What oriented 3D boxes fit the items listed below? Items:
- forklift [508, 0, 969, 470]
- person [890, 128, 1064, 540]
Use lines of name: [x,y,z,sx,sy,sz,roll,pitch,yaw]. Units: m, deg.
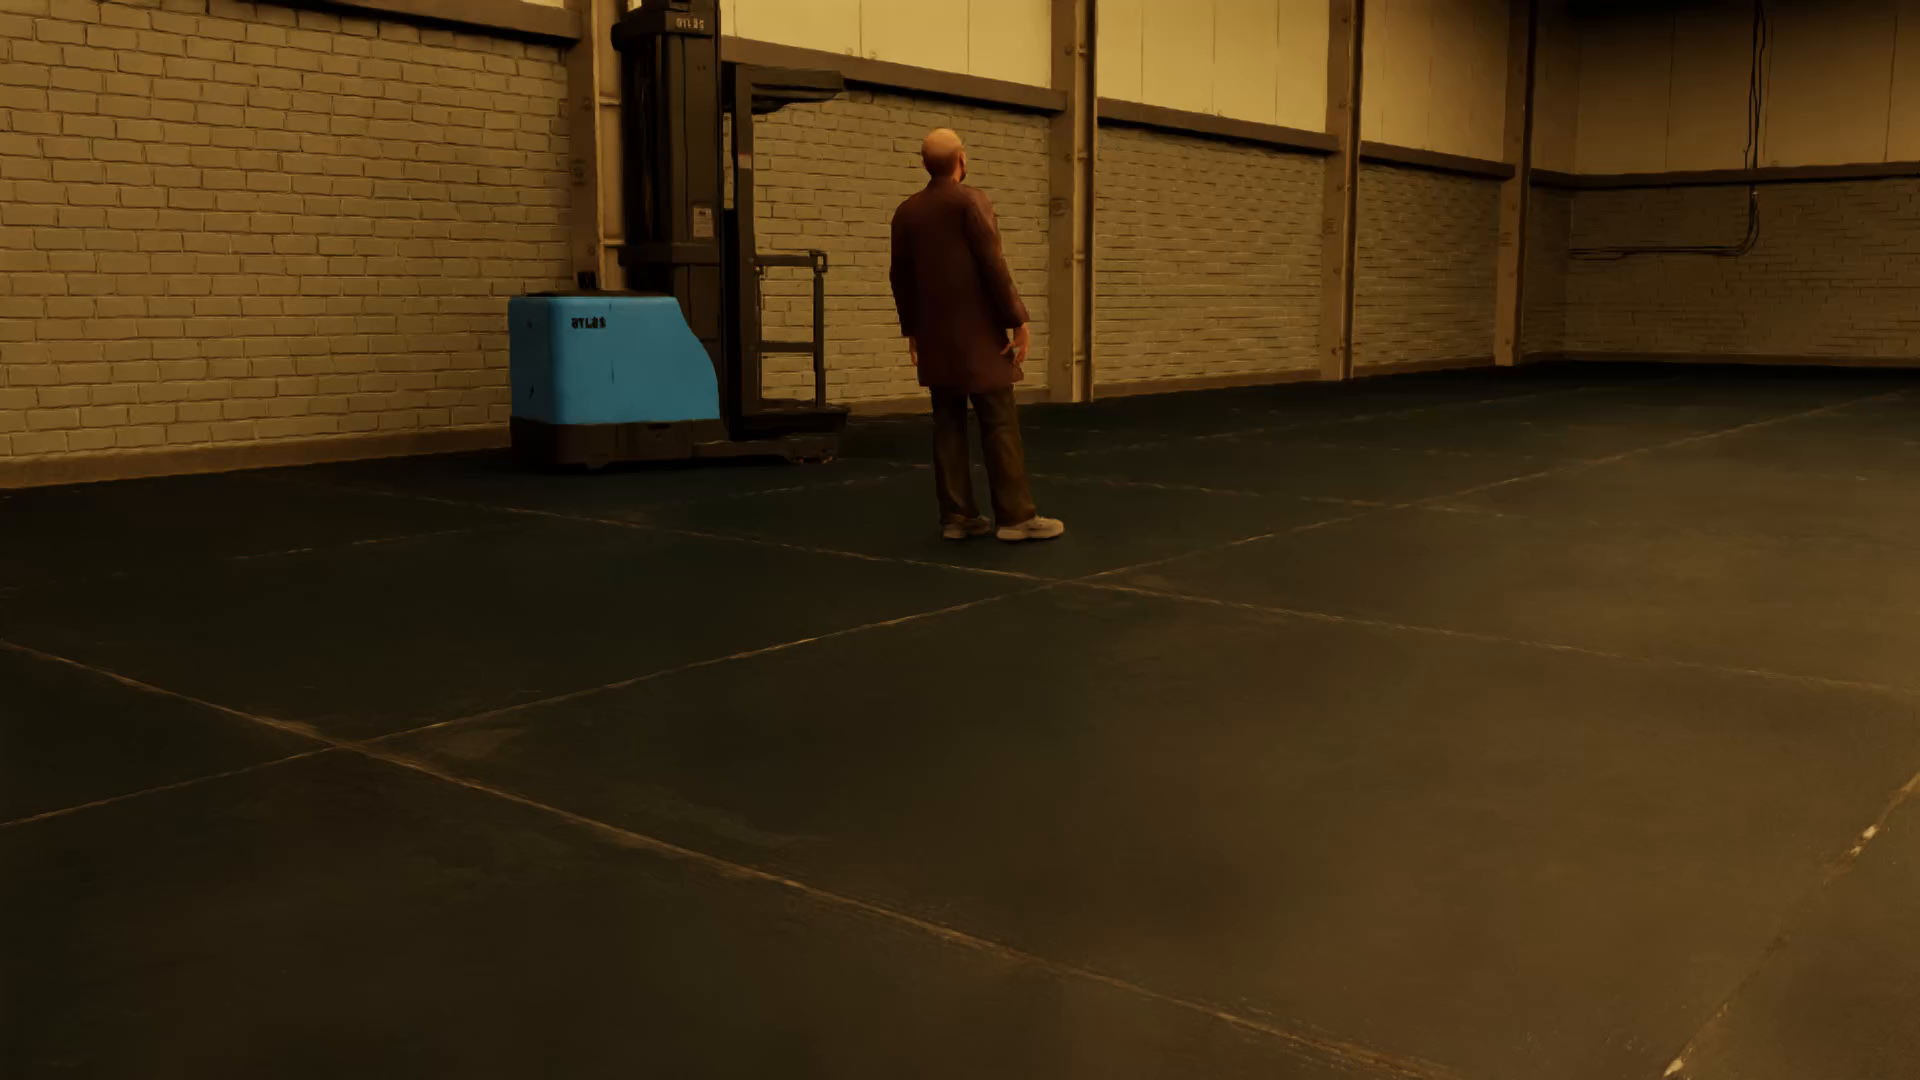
forklift: [-1.399,-2.011,11.024,3.031,2.935,1.130,-5,10,-31]
person: [0.061,-0.896,7.343,0.694,1.776,0.580,7,11,38]
